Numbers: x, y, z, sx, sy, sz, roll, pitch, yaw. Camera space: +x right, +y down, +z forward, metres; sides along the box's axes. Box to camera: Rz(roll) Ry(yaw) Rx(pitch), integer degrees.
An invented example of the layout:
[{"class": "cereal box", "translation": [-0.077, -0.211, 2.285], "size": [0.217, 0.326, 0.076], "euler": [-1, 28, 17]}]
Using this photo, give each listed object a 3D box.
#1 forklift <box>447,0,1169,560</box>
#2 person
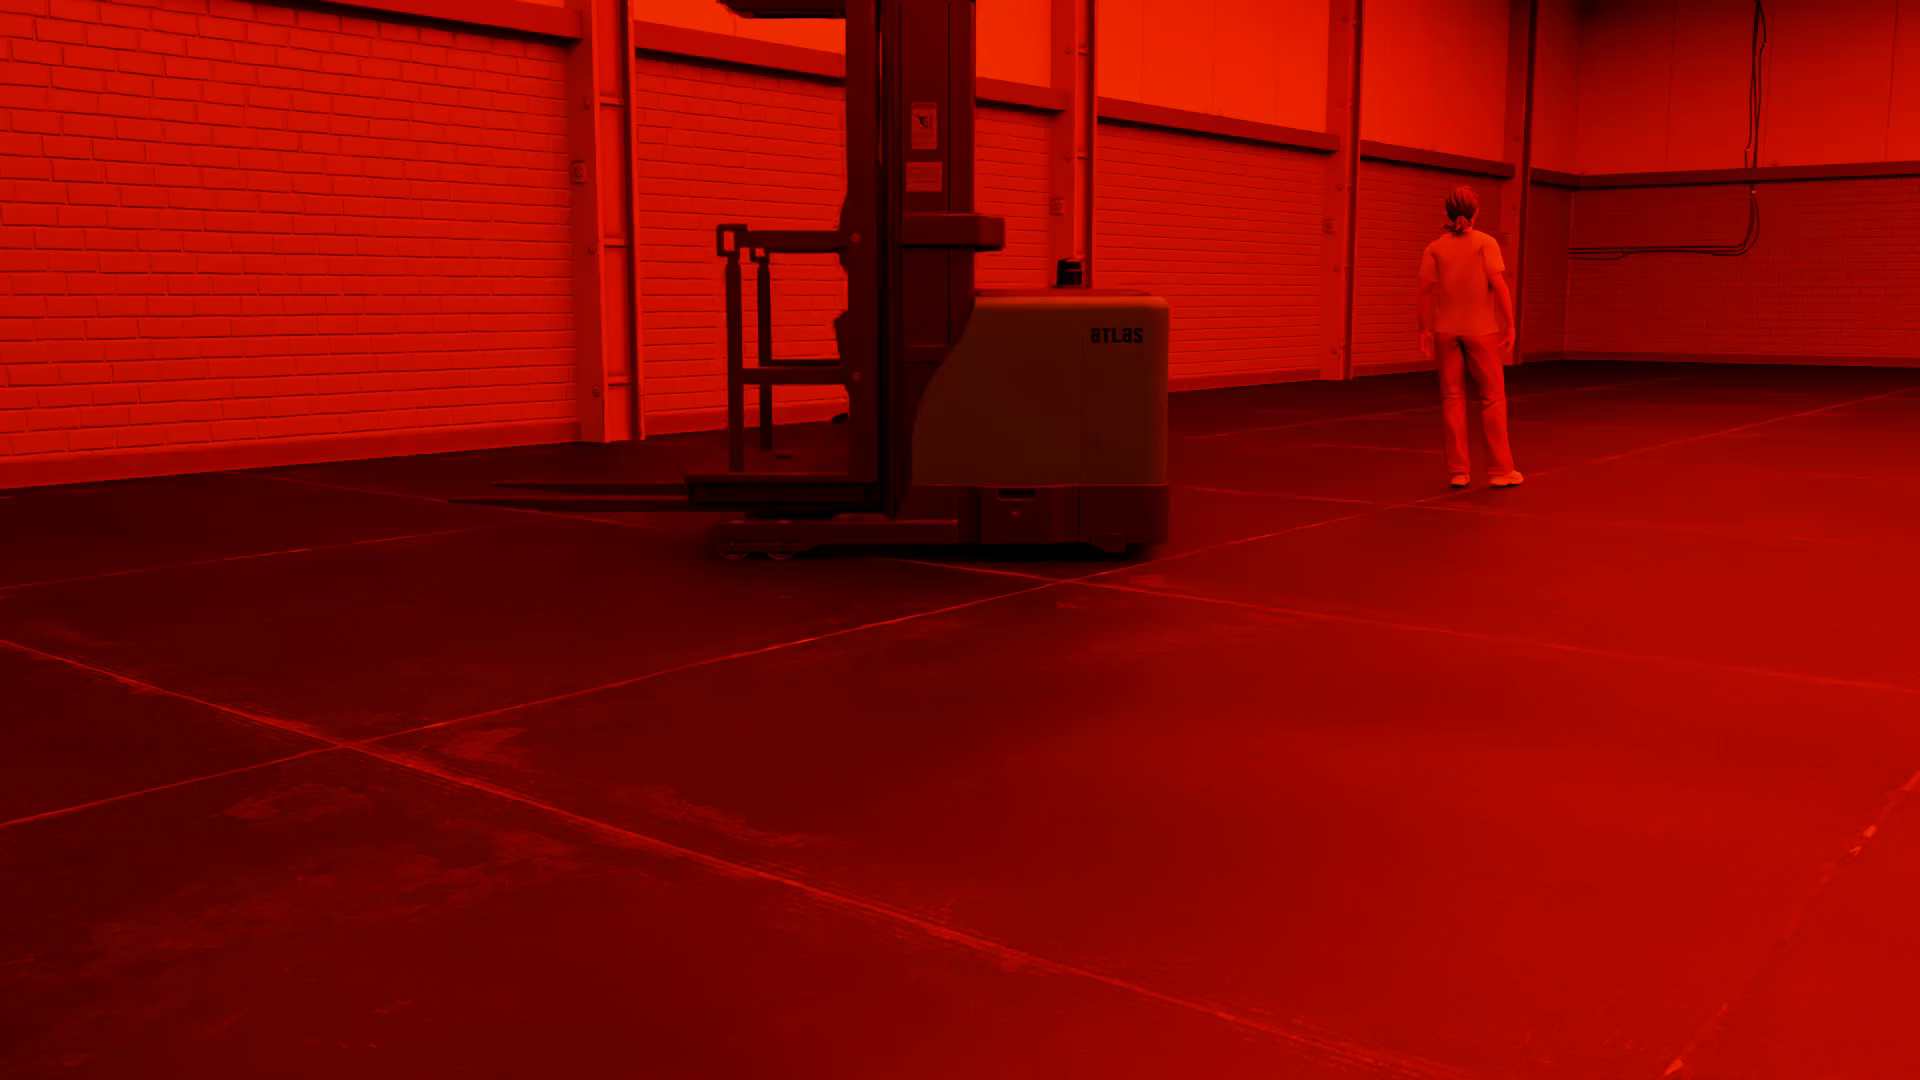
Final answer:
[{"class": "forklift", "translation": [-0.646, -1.444, 7.148], "size": [3.031, 2.935, 1.130], "euler": [0, 8, 0]}, {"class": "person", "translation": [2.884, -1.147, 9.403], "size": [0.554, 1.673, 0.548], "euler": [5, 10, 32]}]
